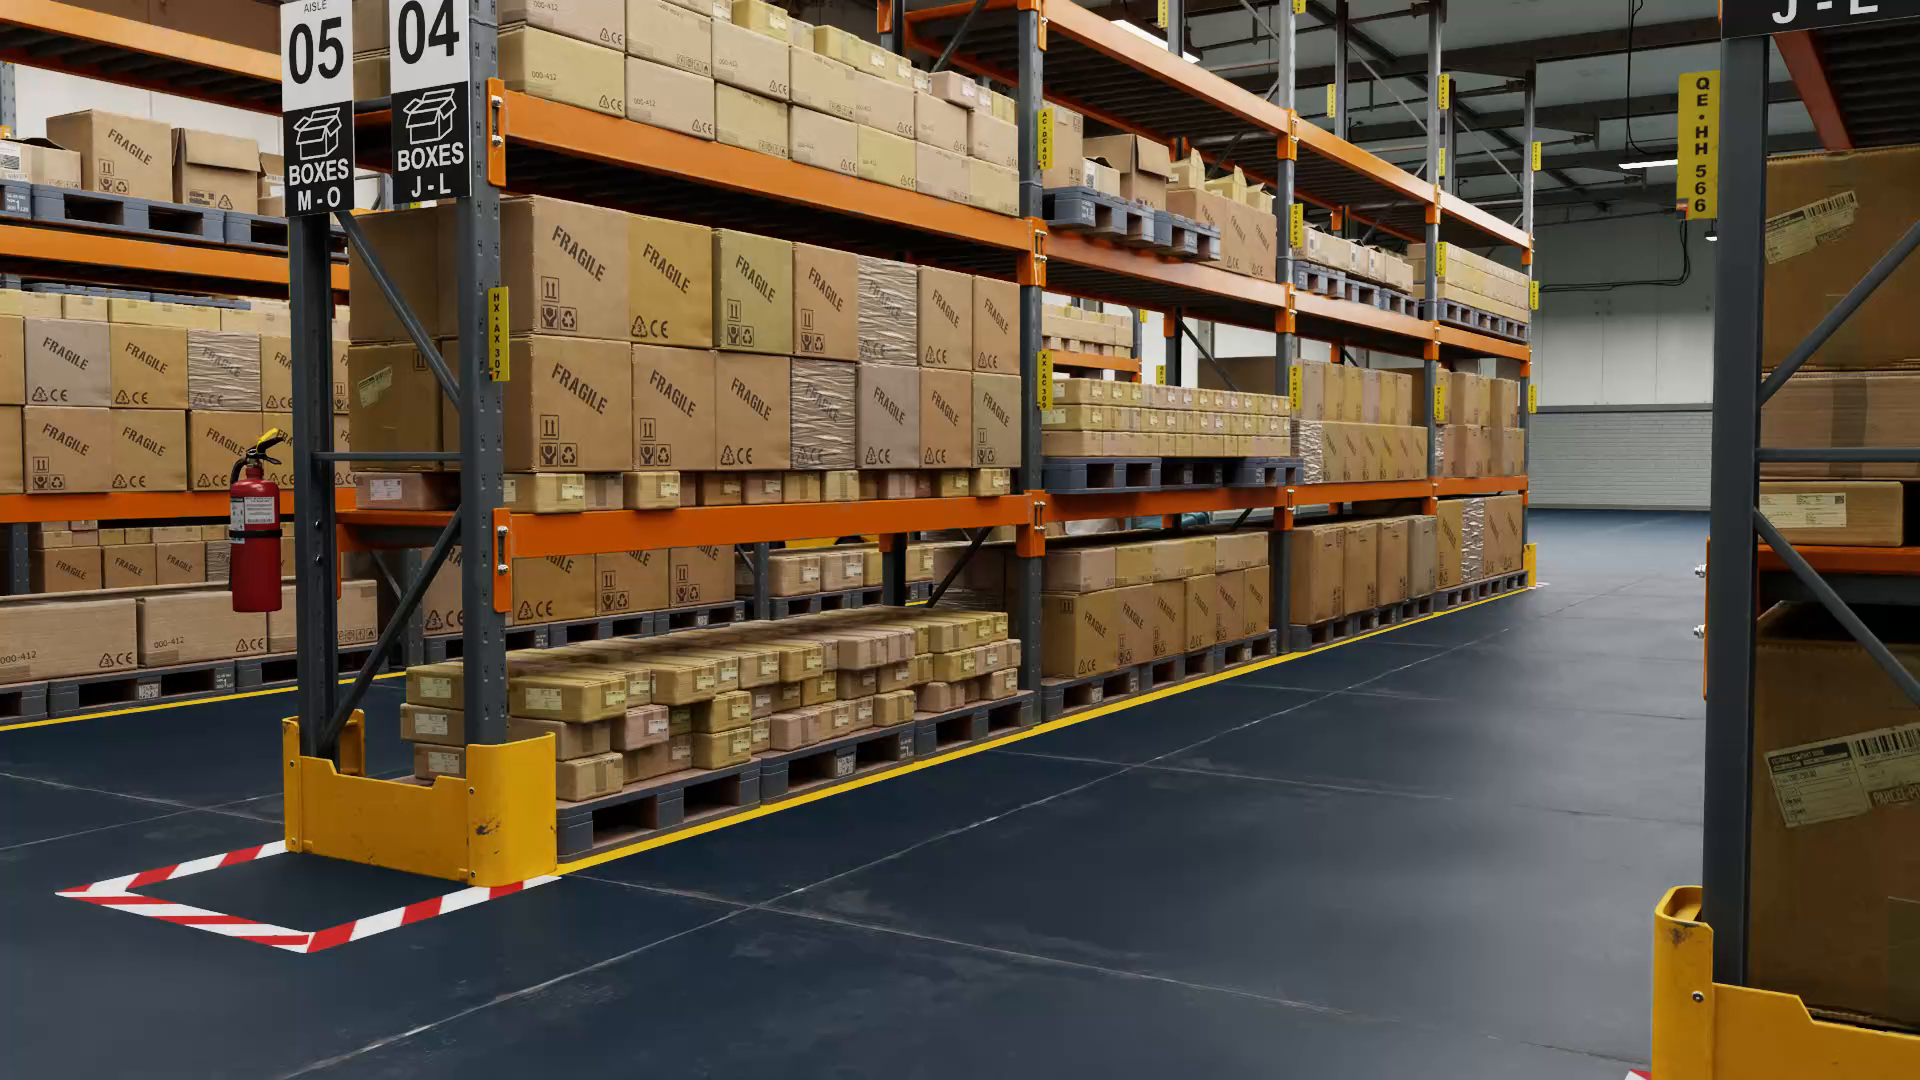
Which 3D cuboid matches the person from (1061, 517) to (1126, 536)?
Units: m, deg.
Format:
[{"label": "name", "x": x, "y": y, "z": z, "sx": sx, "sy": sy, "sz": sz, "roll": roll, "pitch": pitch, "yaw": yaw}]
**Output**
[{"label": "person", "x": 1.133, "y": -0.071, "z": 14.226, "sx": 0.604, "sy": 1.751, "sz": 0.427, "roll": 2, "pitch": 3, "yaw": 28}]
